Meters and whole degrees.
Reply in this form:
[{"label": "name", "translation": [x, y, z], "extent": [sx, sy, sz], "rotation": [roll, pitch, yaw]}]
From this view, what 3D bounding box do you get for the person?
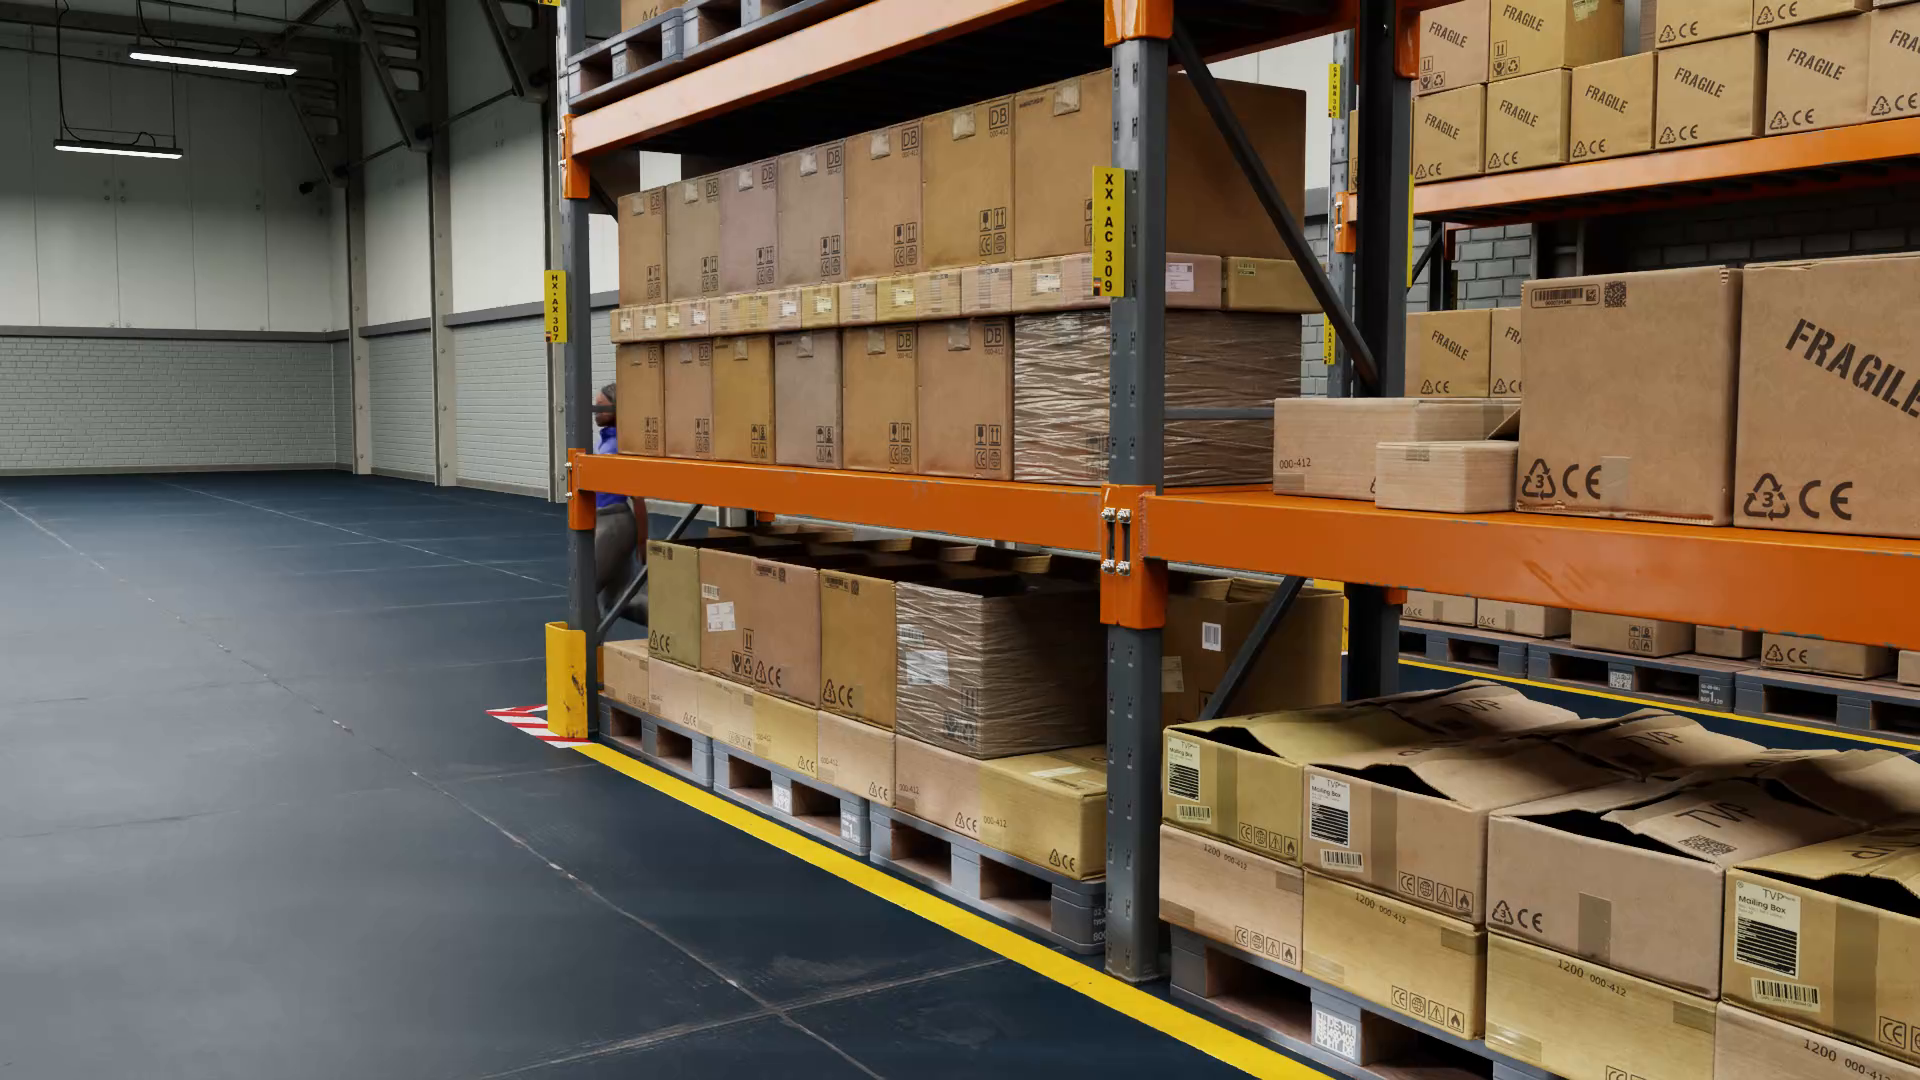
[{"label": "person", "translation": [-1.844, -0.045, 9.030], "extent": [0.906, 1.608, 0.471], "rotation": [-2, 5, -26]}]
